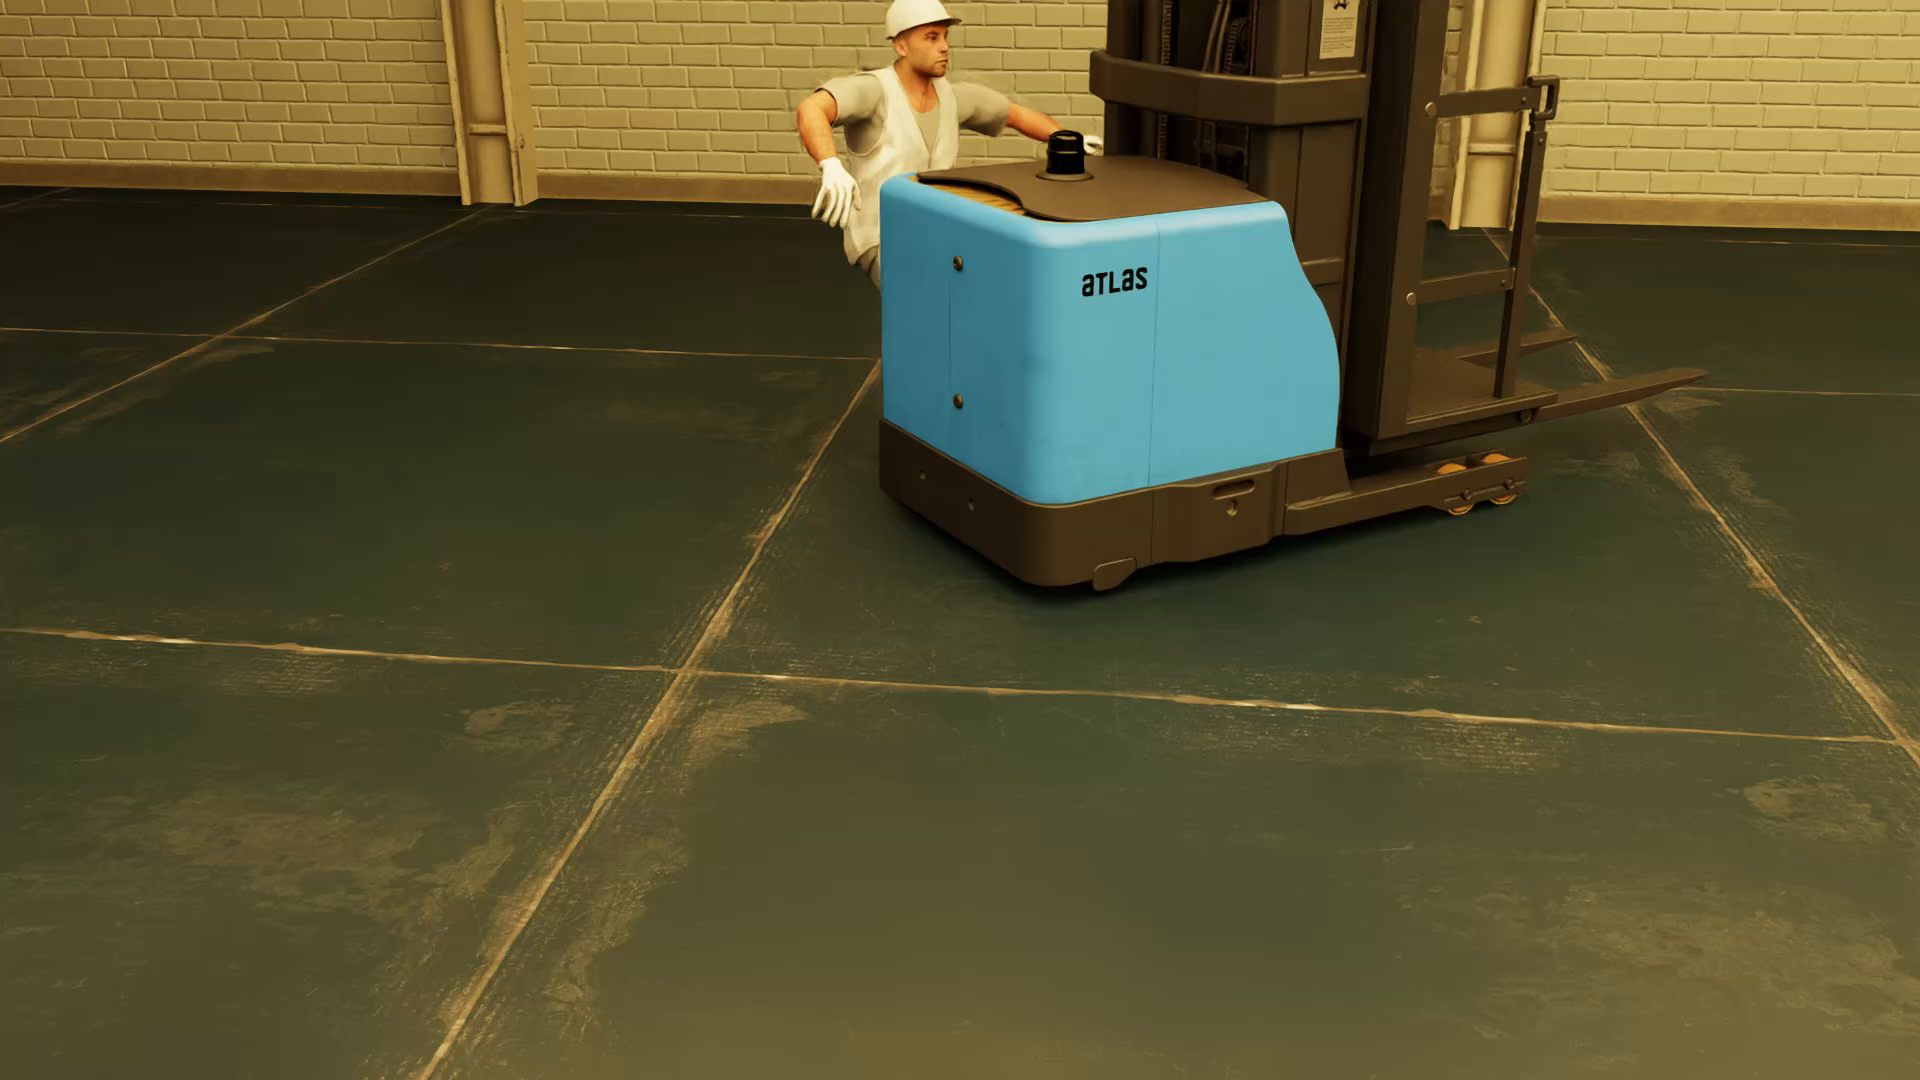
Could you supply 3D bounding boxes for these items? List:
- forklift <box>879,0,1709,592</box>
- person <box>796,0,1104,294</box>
[{"bbox_3d":[1.275,-1.597,5.220,3.031,2.935,1.130,-12,25,-27],"label":"forklift"},{"bbox_3d":[-0.011,-1.018,5.495,0.859,1.499,1.136,17,28,37],"label":"person"}]
